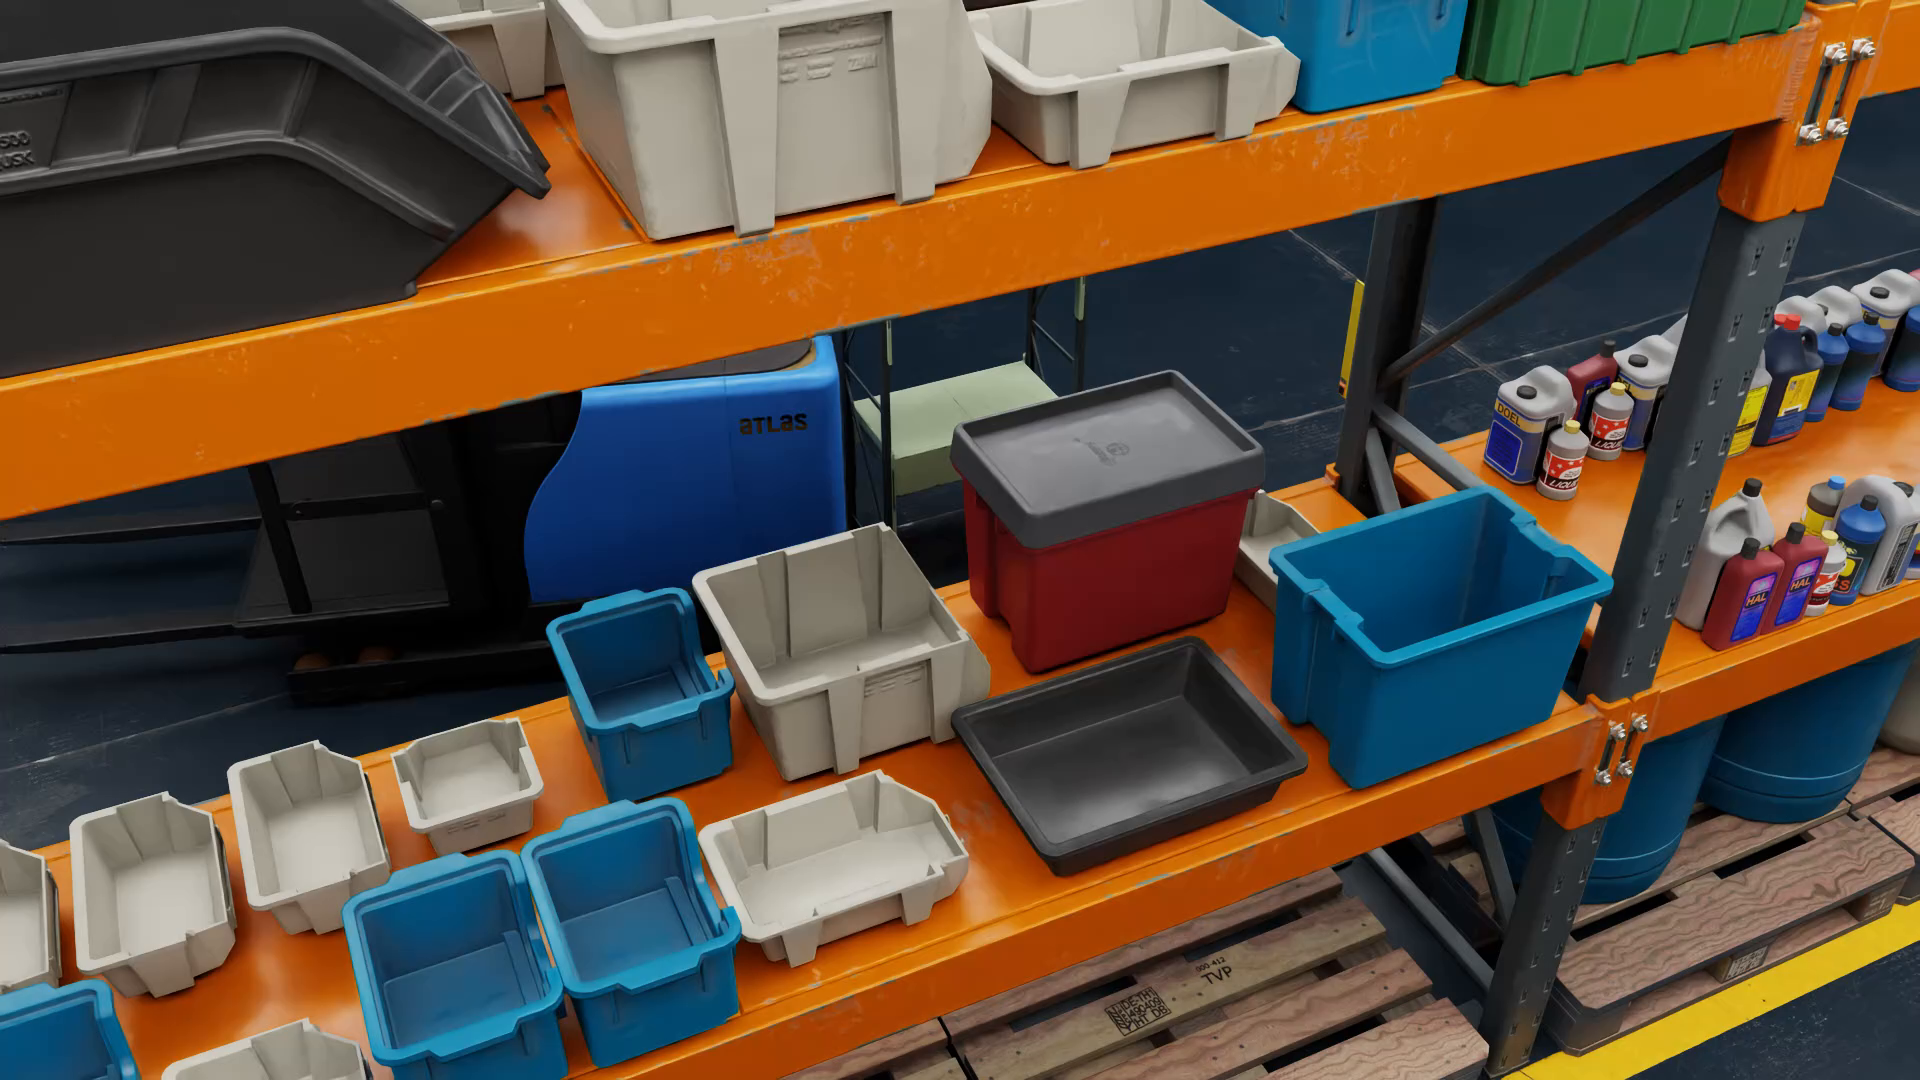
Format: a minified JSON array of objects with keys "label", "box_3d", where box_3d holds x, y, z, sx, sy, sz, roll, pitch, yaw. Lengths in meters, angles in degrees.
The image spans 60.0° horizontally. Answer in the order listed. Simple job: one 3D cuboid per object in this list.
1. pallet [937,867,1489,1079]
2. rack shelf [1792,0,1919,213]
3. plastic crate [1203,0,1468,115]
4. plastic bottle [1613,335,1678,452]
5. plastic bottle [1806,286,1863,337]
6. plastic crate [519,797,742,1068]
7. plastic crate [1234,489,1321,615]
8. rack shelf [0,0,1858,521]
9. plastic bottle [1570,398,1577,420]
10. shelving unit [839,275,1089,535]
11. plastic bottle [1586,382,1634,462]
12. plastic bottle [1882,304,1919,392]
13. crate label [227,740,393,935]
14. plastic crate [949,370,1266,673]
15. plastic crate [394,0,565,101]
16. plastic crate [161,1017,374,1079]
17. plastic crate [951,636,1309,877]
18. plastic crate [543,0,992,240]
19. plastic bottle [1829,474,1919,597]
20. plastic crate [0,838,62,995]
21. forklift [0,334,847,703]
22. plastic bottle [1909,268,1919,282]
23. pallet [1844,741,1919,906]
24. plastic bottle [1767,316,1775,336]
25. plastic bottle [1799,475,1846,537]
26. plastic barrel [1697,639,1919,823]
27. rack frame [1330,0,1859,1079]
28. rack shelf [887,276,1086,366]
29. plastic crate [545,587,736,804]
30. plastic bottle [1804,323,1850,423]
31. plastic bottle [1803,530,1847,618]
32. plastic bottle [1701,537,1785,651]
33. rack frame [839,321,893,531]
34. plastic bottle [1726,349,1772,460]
[{"label":"pallet","box_3d":[0.580,1.252,4.385,1.213,0.211,1.003,-16,39,-20]},{"label":"rack shelf","box_3d":[3.040,-1.497,3.837,4.000,0.370,1.077,-16,39,-20]},{"label":"plastic crate","box_3d":[0.541,-0.810,2.447,0.300,0.233,0.416,-16,39,-20]},{"label":"plastic bottle","box_3d":[1.779,-0.392,4.365,0.135,0.276,0.152,-16,39,-20]},{"label":"plastic bottle","box_3d":[2.358,-0.554,4.583,0.135,0.276,0.152,-16,39,-20]},{"label":"plastic crate","box_3d":[-0.565,0.686,2.897,0.300,0.233,0.416,-16,39,-20]},{"label":"plastic crate","box_3d":[0.747,0.047,3.839,0.243,0.136,0.396,-16,39,-20]},{"label":"rack shelf","box_3d":[-0.581,-0.485,2.472,4.000,0.370,1.077,-16,39,-20]},{"label":"plastic bottle","box_3d":[1.542,-0.314,4.322,0.097,0.201,0.097,0,37,0]},{"label":"shelving unit","box_3d":[0.006,-0.604,5.806,0.755,1.500,0.431,-16,39,-20]},{"label":"plastic bottle","box_3d":[1.689,-0.315,4.323,0.097,0.201,0.097,0,37,0]},{"label":"plastic bottle","box_3d":[2.638,-0.548,4.579,0.097,0.271,0.097,0,37,0]},{"label":"crate label","box_3d":[-1.220,0.566,3.140,0.243,0.136,0.396,-16,39,-20]},{"label":"plastic crate","box_3d":[0.314,-0.034,3.674,0.583,0.464,0.402,-16,39,-20]},{"label":"plastic crate","box_3d":[-0.627,-0.819,2.539,0.530,0.136,0.437,-16,39,-20]},{"label":"plastic crate","box_3d":[-1.089,0.926,2.655,0.298,0.136,0.250,-16,39,-20]},{"label":"plastic crate","box_3d":[0.330,0.439,3.320,0.590,0.125,0.437,-16,39,-20]},{"label":"plastic crate","box_3d":[-0.254,-0.615,2.142,0.530,0.282,0.437,-16,39,-20]},{"label":"plastic bottle","box_3d":[2.141,-0.030,3.877,0.135,0.276,0.152,-16,39,-20]},{"label":"plastic crate","box_3d":[-1.730,0.715,2.939,0.243,0.136,0.396,-16,39,-20]},{"label":"forklift","box_3d":[-1.932,-0.977,5.107,3.031,2.935,1.130,-6,37,-8]},{"label":"plastic bottle","box_3d":[2.758,-0.699,4.772,0.133,0.283,0.061,-16,39,-20]},{"label":"pallet","box_3d":[3.051,0.561,5.317,1.213,0.211,1.003,-16,39,-20]},{"label":"plastic bottle","box_3d":[2.090,-0.511,4.463,0.185,0.351,0.144,-16,39,-20]},{"label":"plastic bottle","box_3d":[2.072,-0.062,3.983,0.097,0.201,0.097,0,37,0]},{"label":"plastic barrel","box_3d":[2.370,0.291,4.749,0.708,0.901,0.600,-16,39,-20]},{"label":"rack frame","box_3d":[1.229,-0.075,3.834,0.127,3.000,1.000,-16,39,-20]},{"label":"rack shelf","box_3d":[0.006,-0.918,5.573,0.720,0.370,0.431,-16,39,-20]},{"label":"plastic crate","box_3d":[-0.642,0.322,3.388,0.300,0.233,0.416,-16,39,-20]},{"label":"plastic bottle","box_3d":[2.306,-0.455,4.454,0.097,0.271,0.097,0,37,0]},{"label":"plastic bottle","box_3d":[1.960,0.069,3.806,0.097,0.201,0.097,0,37,0]},{"label":"plastic bottle","box_3d":[1.742,0.109,3.683,0.133,0.283,0.061,-16,39,-20]},{"label":"rack frame","box_3d":[-0.325,-0.511,5.681,0.023,1.500,0.400,-16,39,-20]},{"label":"plastic bottle","box_3d":[1.984,-0.387,4.295,0.185,0.351,0.144,-16,39,-20]}]
